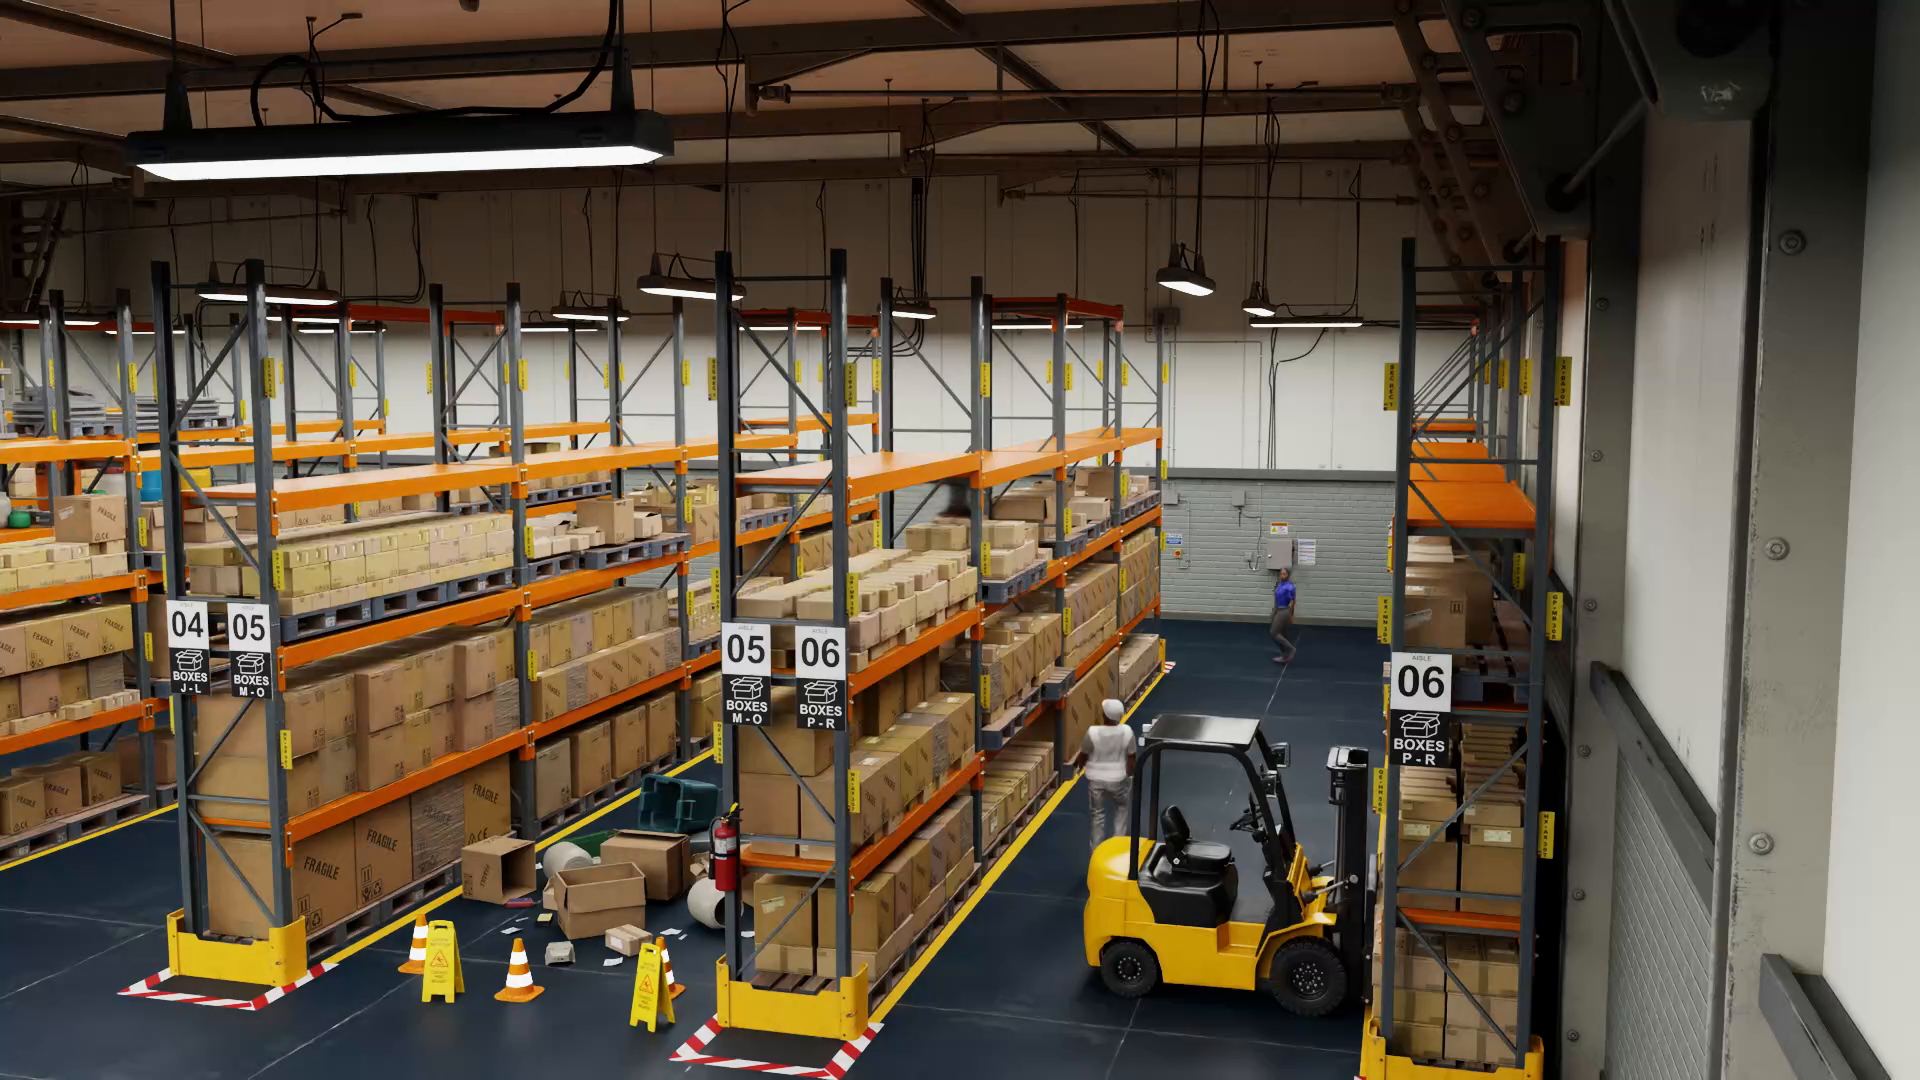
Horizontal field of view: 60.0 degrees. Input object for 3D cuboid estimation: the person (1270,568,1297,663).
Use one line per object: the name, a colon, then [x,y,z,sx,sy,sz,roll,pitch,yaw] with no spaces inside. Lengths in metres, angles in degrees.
person: [5.598,1.294,28.728,0.470,1.642,0.423,1,6,12]

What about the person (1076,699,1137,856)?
person: [1.501,2.485,17.136,0.648,1.785,0.598,1,6,12]
